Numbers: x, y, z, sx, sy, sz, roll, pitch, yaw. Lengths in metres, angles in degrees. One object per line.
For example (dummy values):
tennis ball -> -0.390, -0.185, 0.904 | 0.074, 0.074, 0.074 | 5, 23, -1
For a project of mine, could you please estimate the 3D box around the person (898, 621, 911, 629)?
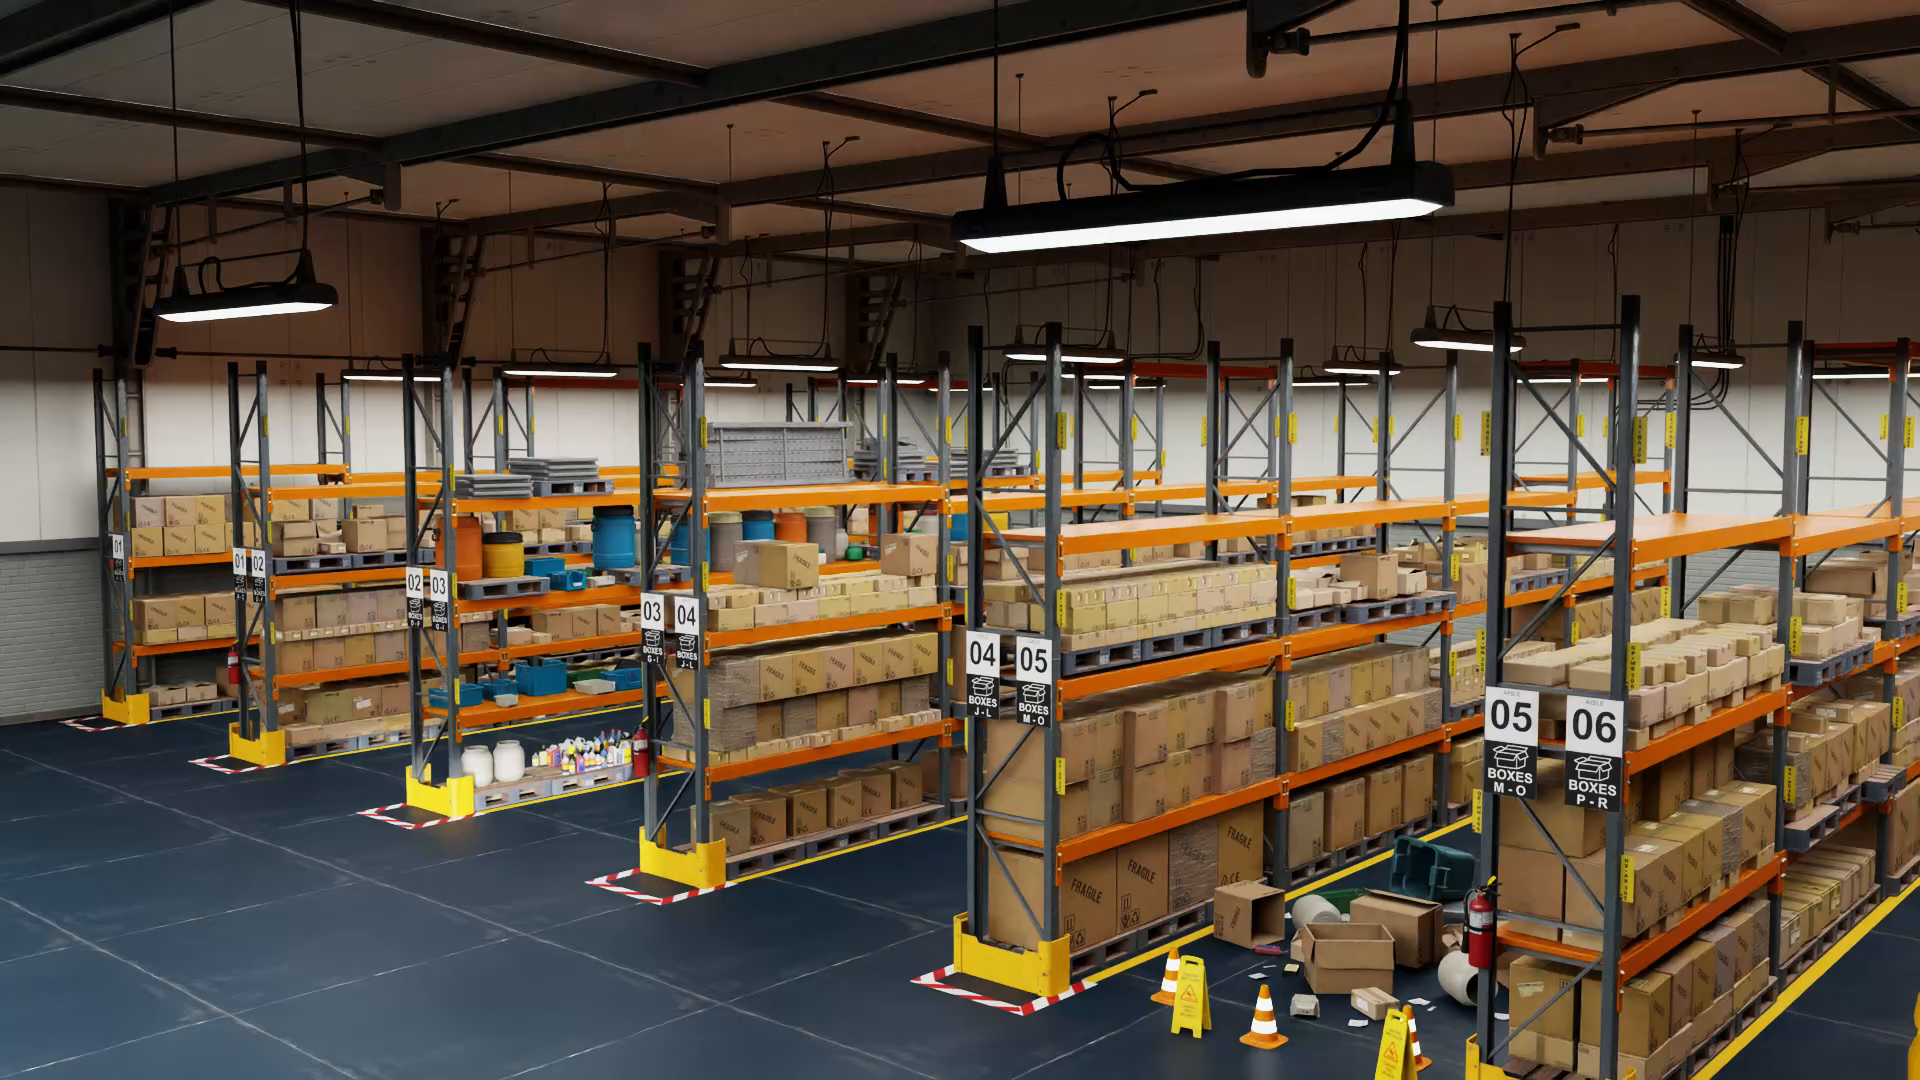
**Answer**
person -> -1.173, 1.943, 32.463 | 0.470, 1.673, 0.513 | -2, 5, -22

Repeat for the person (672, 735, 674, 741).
person -> -4.225, 2.355, 26.230 | 0.618, 1.750, 0.819 | -2, 5, -24
